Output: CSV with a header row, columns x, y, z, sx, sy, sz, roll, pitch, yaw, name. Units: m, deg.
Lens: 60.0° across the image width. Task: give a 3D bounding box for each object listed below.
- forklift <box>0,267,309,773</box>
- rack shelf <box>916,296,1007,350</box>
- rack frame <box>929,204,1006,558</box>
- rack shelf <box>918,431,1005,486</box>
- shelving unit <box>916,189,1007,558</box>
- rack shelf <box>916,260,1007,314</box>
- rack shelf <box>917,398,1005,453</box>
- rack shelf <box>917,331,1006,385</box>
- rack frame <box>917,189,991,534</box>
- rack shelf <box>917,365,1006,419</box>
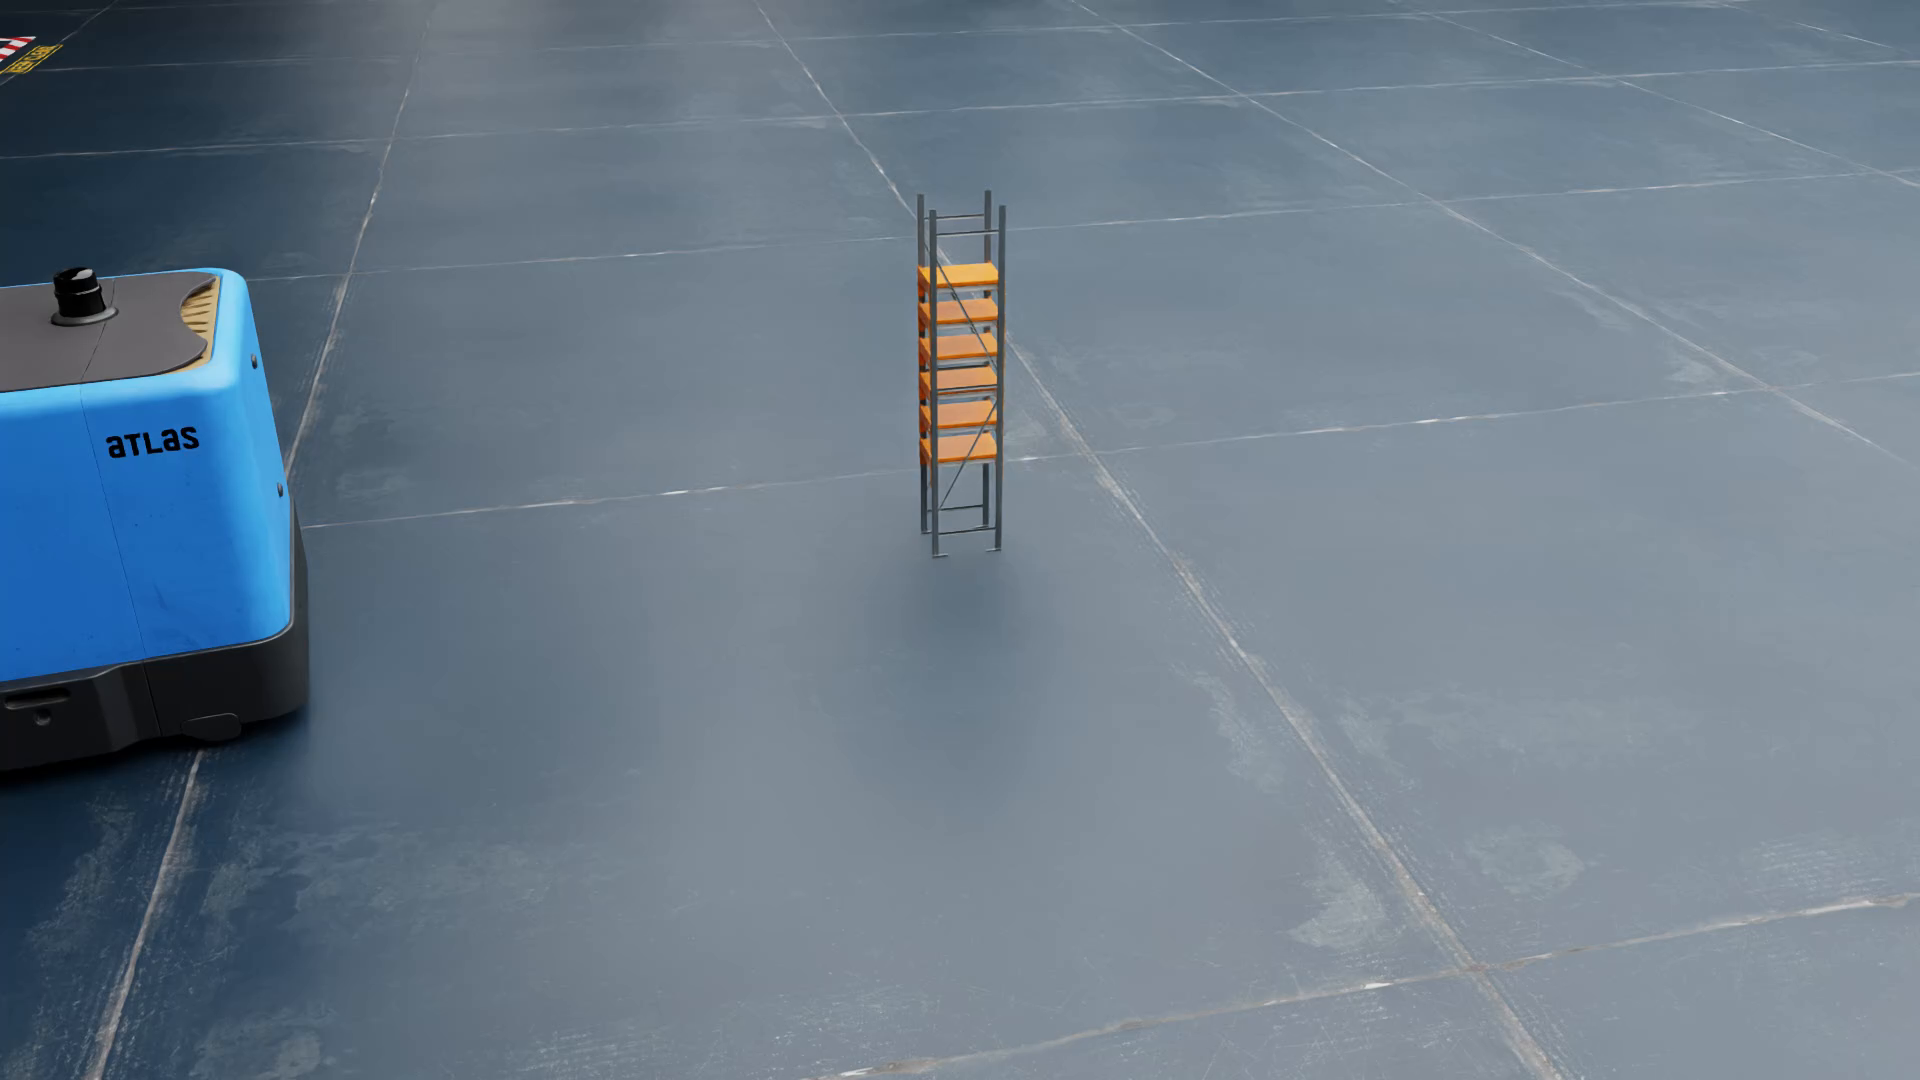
x,y,z,sx,sy,sz,roll,pitch,yaw,name
-3.417,-0.756,3.995,3.031,2.935,1.130,-9,28,-18,forklift
0.003,-0.704,5.379,0.258,0.103,0.180,-6,27,-12,rack shelf
0.024,-0.489,5.387,0.240,1.200,0.006,-6,27,-12,rack frame
0.003,-0.275,5.595,0.258,0.103,0.180,-6,27,-12,rack shelf
0.003,-0.529,5.467,0.258,1.200,0.189,-6,27,-12,shelving unit
0.003,-0.811,5.325,0.258,0.103,0.180,-6,27,-12,rack shelf
0.003,-0.382,5.541,0.258,0.103,0.180,-6,27,-12,rack shelf
0.003,-0.597,5.433,0.258,0.103,0.180,-6,27,-12,rack shelf
-0.017,-0.569,5.547,0.240,1.200,0.006,-6,27,-12,rack frame
0.003,-0.490,5.487,0.258,0.103,0.180,-6,27,-12,rack shelf
